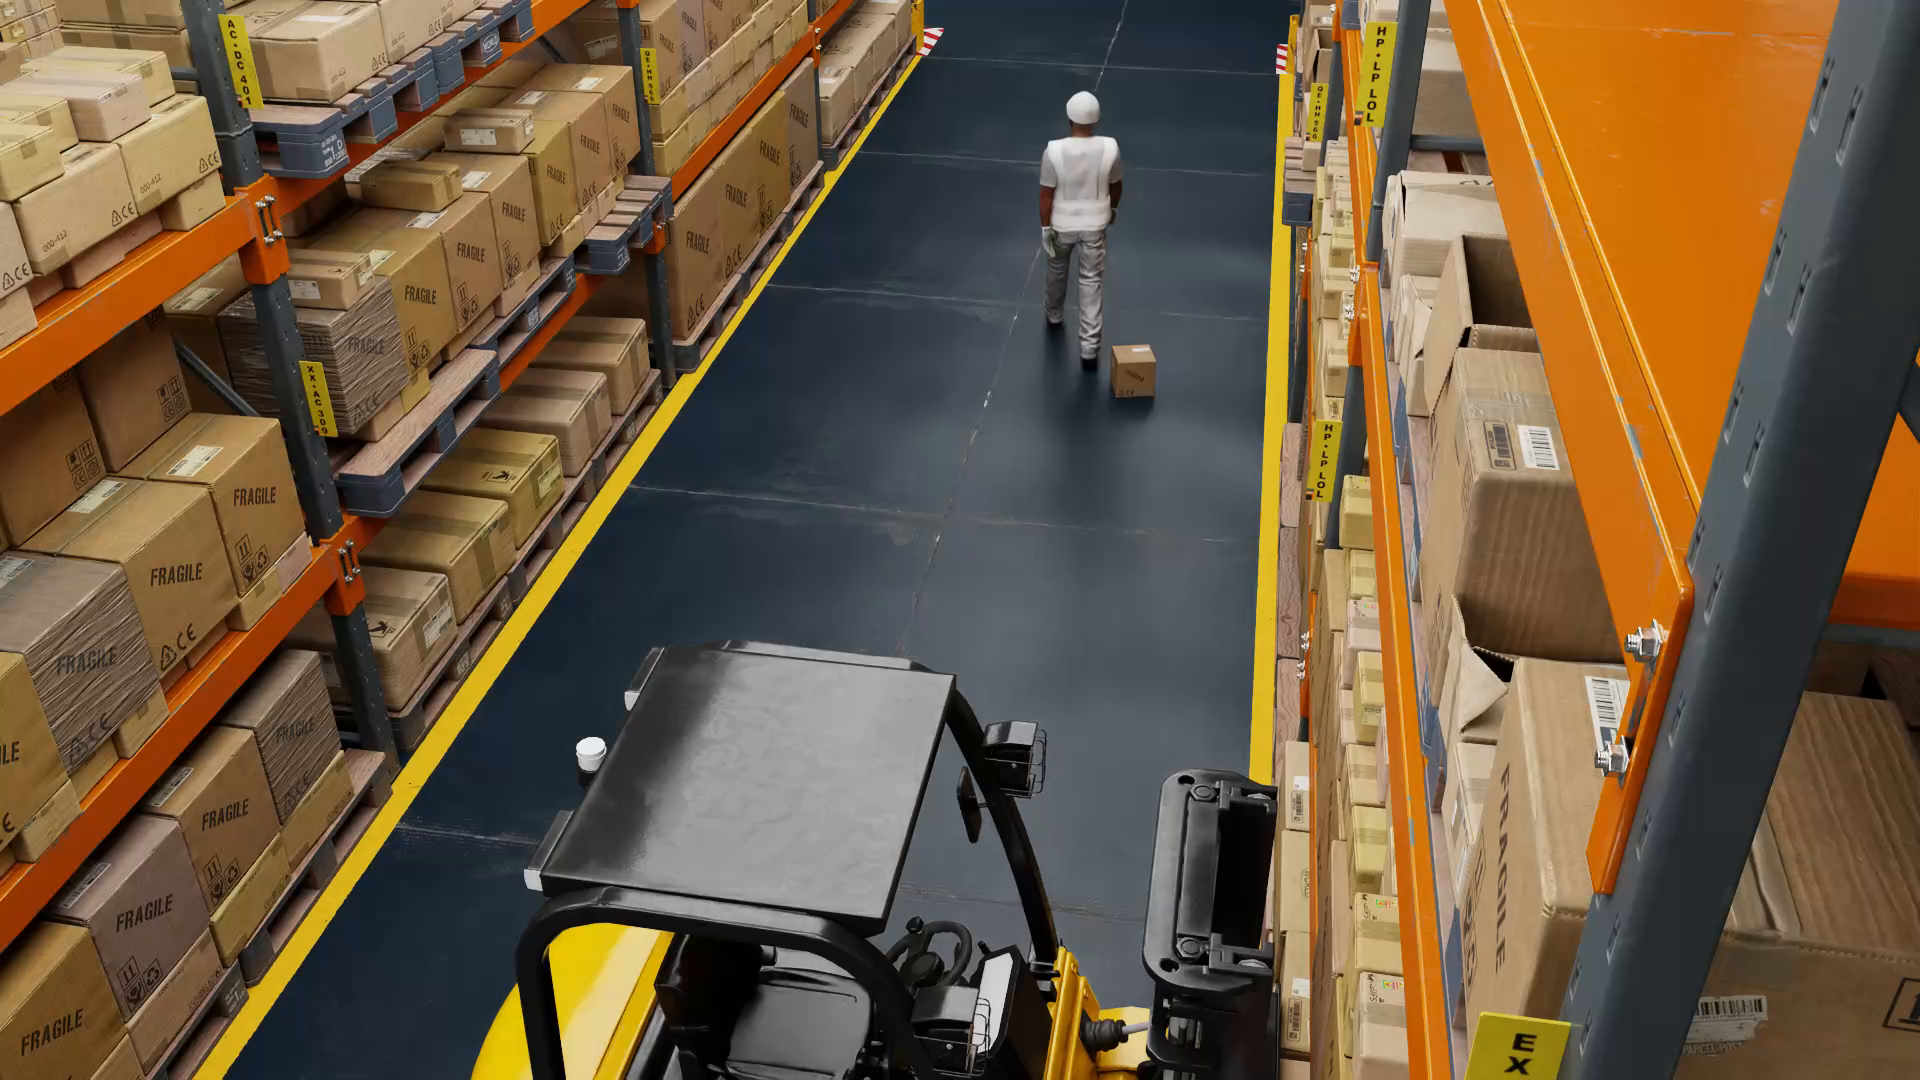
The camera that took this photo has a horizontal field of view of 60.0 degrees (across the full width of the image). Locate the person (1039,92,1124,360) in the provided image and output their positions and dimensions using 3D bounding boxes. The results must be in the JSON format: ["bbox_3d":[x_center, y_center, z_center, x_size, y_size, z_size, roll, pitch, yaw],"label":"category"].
[{"bbox_3d":[0.791,-2.141,11.032,0.551,1.741,1.024,0,32,1],"label":"person"}]
